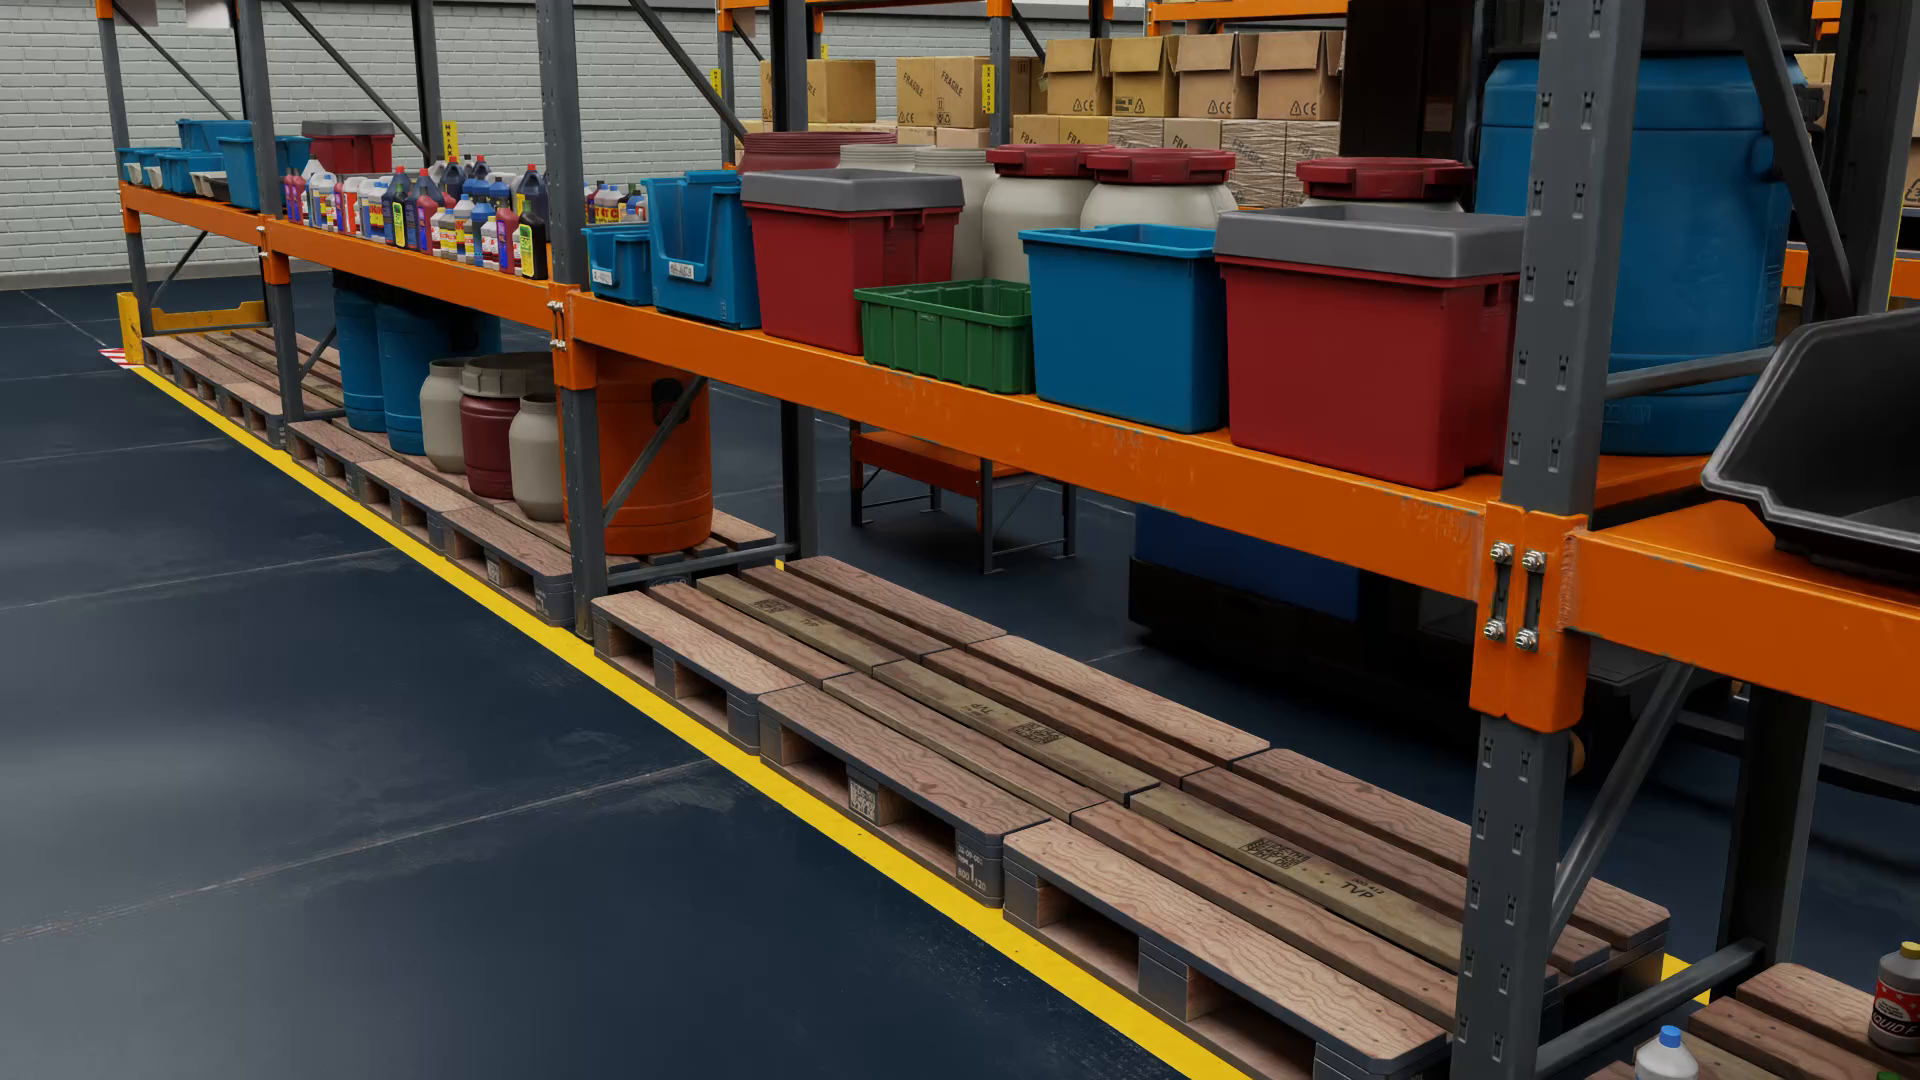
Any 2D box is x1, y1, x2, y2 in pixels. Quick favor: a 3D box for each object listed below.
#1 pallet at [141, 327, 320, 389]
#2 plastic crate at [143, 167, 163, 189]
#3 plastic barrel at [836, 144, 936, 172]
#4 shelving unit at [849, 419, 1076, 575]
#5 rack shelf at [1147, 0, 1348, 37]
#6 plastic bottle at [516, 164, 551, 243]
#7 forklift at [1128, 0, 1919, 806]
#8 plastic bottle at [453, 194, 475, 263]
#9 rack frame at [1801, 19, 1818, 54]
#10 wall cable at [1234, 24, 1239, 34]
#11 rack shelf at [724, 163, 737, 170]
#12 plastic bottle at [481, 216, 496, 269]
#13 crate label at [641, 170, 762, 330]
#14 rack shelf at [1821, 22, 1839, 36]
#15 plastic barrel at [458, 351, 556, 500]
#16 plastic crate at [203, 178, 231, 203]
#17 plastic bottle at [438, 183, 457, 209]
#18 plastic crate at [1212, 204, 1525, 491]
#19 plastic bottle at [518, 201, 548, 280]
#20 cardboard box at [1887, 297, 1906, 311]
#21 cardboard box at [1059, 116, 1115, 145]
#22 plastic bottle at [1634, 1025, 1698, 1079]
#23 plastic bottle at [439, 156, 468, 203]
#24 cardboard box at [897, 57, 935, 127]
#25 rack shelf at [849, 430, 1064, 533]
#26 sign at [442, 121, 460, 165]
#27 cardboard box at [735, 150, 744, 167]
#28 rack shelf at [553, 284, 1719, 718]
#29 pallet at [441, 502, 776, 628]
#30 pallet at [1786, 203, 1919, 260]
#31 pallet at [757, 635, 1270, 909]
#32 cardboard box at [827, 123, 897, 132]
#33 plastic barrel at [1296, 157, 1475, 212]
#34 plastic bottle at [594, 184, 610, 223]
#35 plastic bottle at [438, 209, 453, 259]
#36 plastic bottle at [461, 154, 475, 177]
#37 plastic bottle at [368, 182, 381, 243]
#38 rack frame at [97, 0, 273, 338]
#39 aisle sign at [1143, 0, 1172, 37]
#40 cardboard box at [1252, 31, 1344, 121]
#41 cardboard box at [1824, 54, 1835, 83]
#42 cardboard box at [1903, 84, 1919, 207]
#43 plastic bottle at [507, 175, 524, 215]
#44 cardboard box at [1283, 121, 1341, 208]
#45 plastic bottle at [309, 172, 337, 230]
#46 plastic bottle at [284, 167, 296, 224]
[{"bbox_3d":[-5.258,-1.333,12.047,1.003,0.211,1.213,-11,19,-35],"label":"pallet"},{"bbox_3d":[-5.312,-2.432,11.166,0.250,0.136,0.298,-11,19,-35],"label":"plastic crate"},{"bbox_3d":[-0.230,-1.019,5.407,0.421,0.512,0.421,0,15,0],"label":"plastic barrel"},{"bbox_3d":[-0.004,-0.544,7.433,0.538,1.125,1.048,-11,19,-35],"label":"shelving unit"},{"bbox_3d":[3.542,-5.050,16.026,1.077,0.370,4.000,-11,19,-35],"label":"rack shelf"},{"bbox_3d":[-1.951,-1.549,7.648,0.144,0.351,0.185,-11,19,-35],"label":"plastic bottle"},{"bbox_3d":[1.970,-0.842,5.102,1.130,2.935,3.031,-13,20,-39],"label":"forklift"},{"bbox_3d":[-2.009,-1.270,6.778,0.097,0.271,0.097,0,15,0],"label":"plastic bottle"},{"bbox_3d":[8.663,-4.313,17.653,1.000,3.000,0.127,-11,19,-35],"label":"rack frame"},{"bbox_3d":[4.117,-7.080,25.839,0.588,1.984,0.122,-11,19,-35],"label":"wall cable"},{"bbox_3d":[-0.529,-2.855,13.688,1.077,0.370,4.000,-11,19,-35],"label":"rack shelf"},{"bbox_3d":[-1.837,-1.174,6.559,0.097,0.201,0.097,0,15,0],"label":"plastic bottle"},{"bbox_3d":[-0.643,-0.915,5.170,0.502,0.435,0.616,-11,19,-35],"label":"crate label"},{"bbox_3d":[11.499,-6.611,21.730,1.077,0.370,4.000,-11,19,-35],"label":"rack shelf"},{"bbox_3d":[-1.973,-0.534,7.619,0.600,0.588,0.708,-11,19,-35],"label":"plastic barrel"},{"bbox_3d":[-4.235,-2.100,9.973,0.437,0.125,0.590,-11,19,-35],"label":"plastic crate"},{"bbox_3d":[-2.255,-1.422,7.310,0.061,0.283,0.133,-11,19,-35],"label":"plastic bottle"},{"bbox_3d":[0.812,-0.385,3.178,0.402,0.464,0.583,-11,19,-35],"label":"plastic crate"},{"bbox_3d":[-1.591,-1.116,6.192,0.061,0.283,0.133,-11,19,-35],"label":"plastic bottle"},{"bbox_3d":[6.860,-1.857,12.617,0.500,0.500,0.500,-12,19,-37],"label":"cardboard box"},{"bbox_3d":[1.011,-2.579,11.127,0.500,0.500,0.500,-11,19,-34],"label":"cardboard box"},{"bbox_3d":[1.177,0.942,2.787,0.097,0.271,0.097,0,15,0],"label":"plastic bottle"},{"bbox_3d":[-2.563,-1.775,8.473,0.144,0.351,0.185,-11,19,-35],"label":"plastic bottle"},{"bbox_3d":[-0.131,-3.372,12.515,0.500,0.500,0.500,-11,19,-34],"label":"cardboard box"},{"bbox_3d":[-0.004,-0.308,7.497,0.538,0.278,1.000,-11,19,-35],"label":"rack shelf"},{"bbox_3d":[-2.914,-2.225,9.498,0.100,0.325,0.005,-11,19,-35],"label":"sign"},{"bbox_3d":[-1.764,-3.381,14.723,0.380,0.149,0.250,-11,19,-34],"label":"cardboard box"},{"bbox_3d":[0.168,-0.378,4.638,1.077,0.370,4.000,-11,19,-35],"label":"rack shelf"},{"bbox_3d":[-1.505,0.031,7.063,1.003,0.211,1.213,-11,19,-35],"label":"pallet"},{"bbox_3d":[4.195,-1.412,7.416,1.003,0.211,1.213,-11,19,-35],"label":"pallet"},{"bbox_3d":[0.129,0.625,4.894,1.003,0.211,1.213,-11,19,-35],"label":"pallet"},{"bbox_3d":[-0.727,-3.227,13.407,0.500,0.250,0.500,-11,19,-36],"label":"cardboard box"},{"bbox_3d":[0.959,-0.602,3.835,0.433,0.535,0.433,0,15,0],"label":"plastic barrel"},{"bbox_3d":[-1.590,-1.459,7.468,0.097,0.271,0.097,0,15,0],"label":"plastic bottle"},{"bbox_3d":[-2.123,-1.278,6.939,0.097,0.201,0.097,0,15,0],"label":"plastic bottle"},{"bbox_3d":[-2.555,-1.837,8.699,0.144,0.351,0.185,-11,19,-35],"label":"plastic bottle"},{"bbox_3d":[-2.669,-1.510,7.654,0.097,0.271,0.097,0,15,0],"label":"plastic bottle"},{"bbox_3d":[-5.712,-2.860,12.345,1.000,3.000,0.127,-11,19,-35],"label":"rack frame"},{"bbox_3d":[2.081,-5.600,17.431,0.394,0.787,0.004,-11,19,-35],"label":"aisle sign"},{"bbox_3d":[2.201,-2.751,9.856,0.797,0.503,0.637,-10,18,-33],"label":"cardboard box"},{"bbox_3d":[9.010,-4.601,16.620,0.500,0.500,0.500,-11,19,-35],"label":"cardboard box"},{"bbox_3d":[4.256,-1.675,7.022,0.797,0.503,0.637,-9,18,-29],"label":"cardboard box"},{"bbox_3d":[-2.140,-1.648,8.152,0.152,0.276,0.135,-11,19,-35],"label":"plastic bottle"},{"bbox_3d":[2.219,-2.143,9.536,0.500,0.500,0.500,-11,19,-35],"label":"cardboard box"},{"bbox_3d":[-3.181,-1.710,8.378,0.152,0.276,0.135,-11,19,-35],"label":"plastic bottle"},{"bbox_3d":[-3.489,-1.805,8.711,0.061,0.283,0.133,-11,19,-35],"label":"plastic bottle"}]
